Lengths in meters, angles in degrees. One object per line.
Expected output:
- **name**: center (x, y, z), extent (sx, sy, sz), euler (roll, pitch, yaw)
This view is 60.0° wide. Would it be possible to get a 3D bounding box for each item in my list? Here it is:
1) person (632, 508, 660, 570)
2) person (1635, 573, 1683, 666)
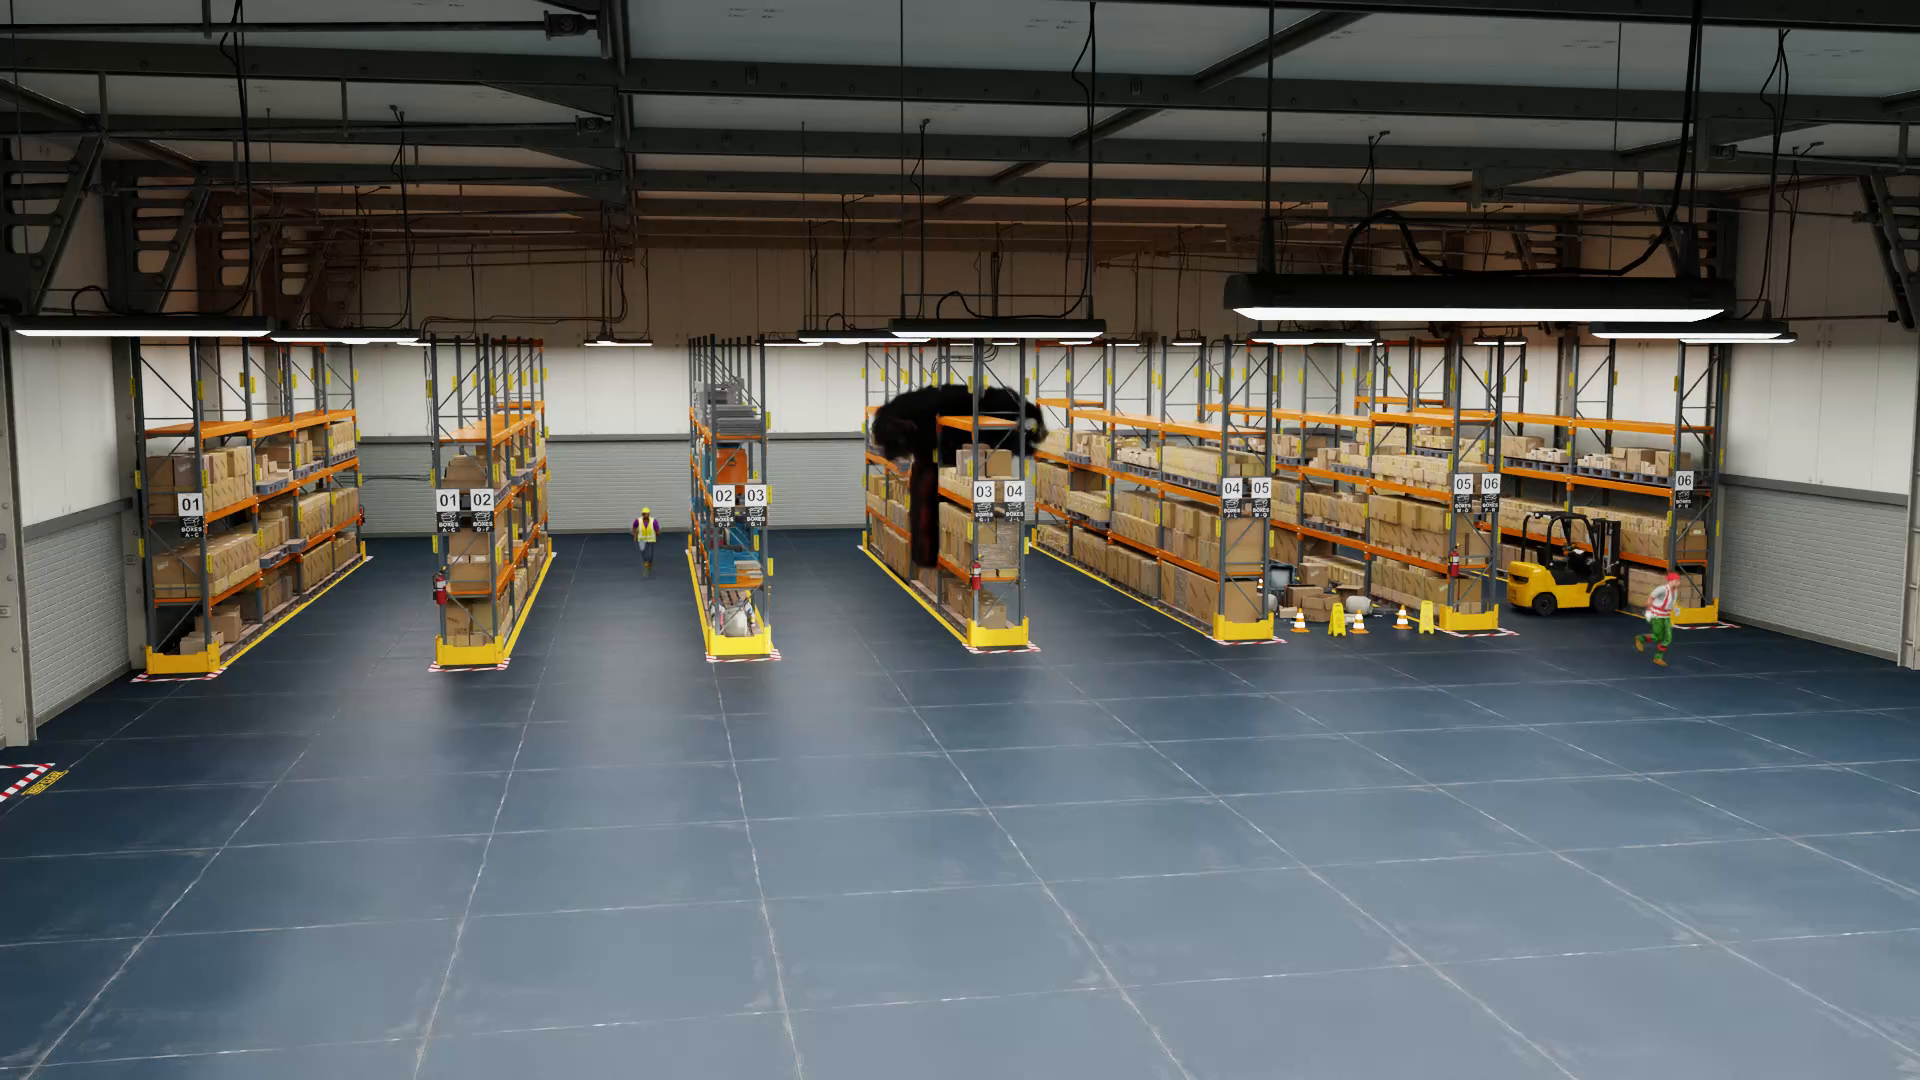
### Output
- **person**: center (-7.939, -0.010, 42.080), extent (0.679, 1.639, 0.970), euler (-1, 7, -13)
- **person**: center (12.763, 1.420, 30.372), extent (0.655, 1.715, 0.846), euler (-5, 8, -37)
